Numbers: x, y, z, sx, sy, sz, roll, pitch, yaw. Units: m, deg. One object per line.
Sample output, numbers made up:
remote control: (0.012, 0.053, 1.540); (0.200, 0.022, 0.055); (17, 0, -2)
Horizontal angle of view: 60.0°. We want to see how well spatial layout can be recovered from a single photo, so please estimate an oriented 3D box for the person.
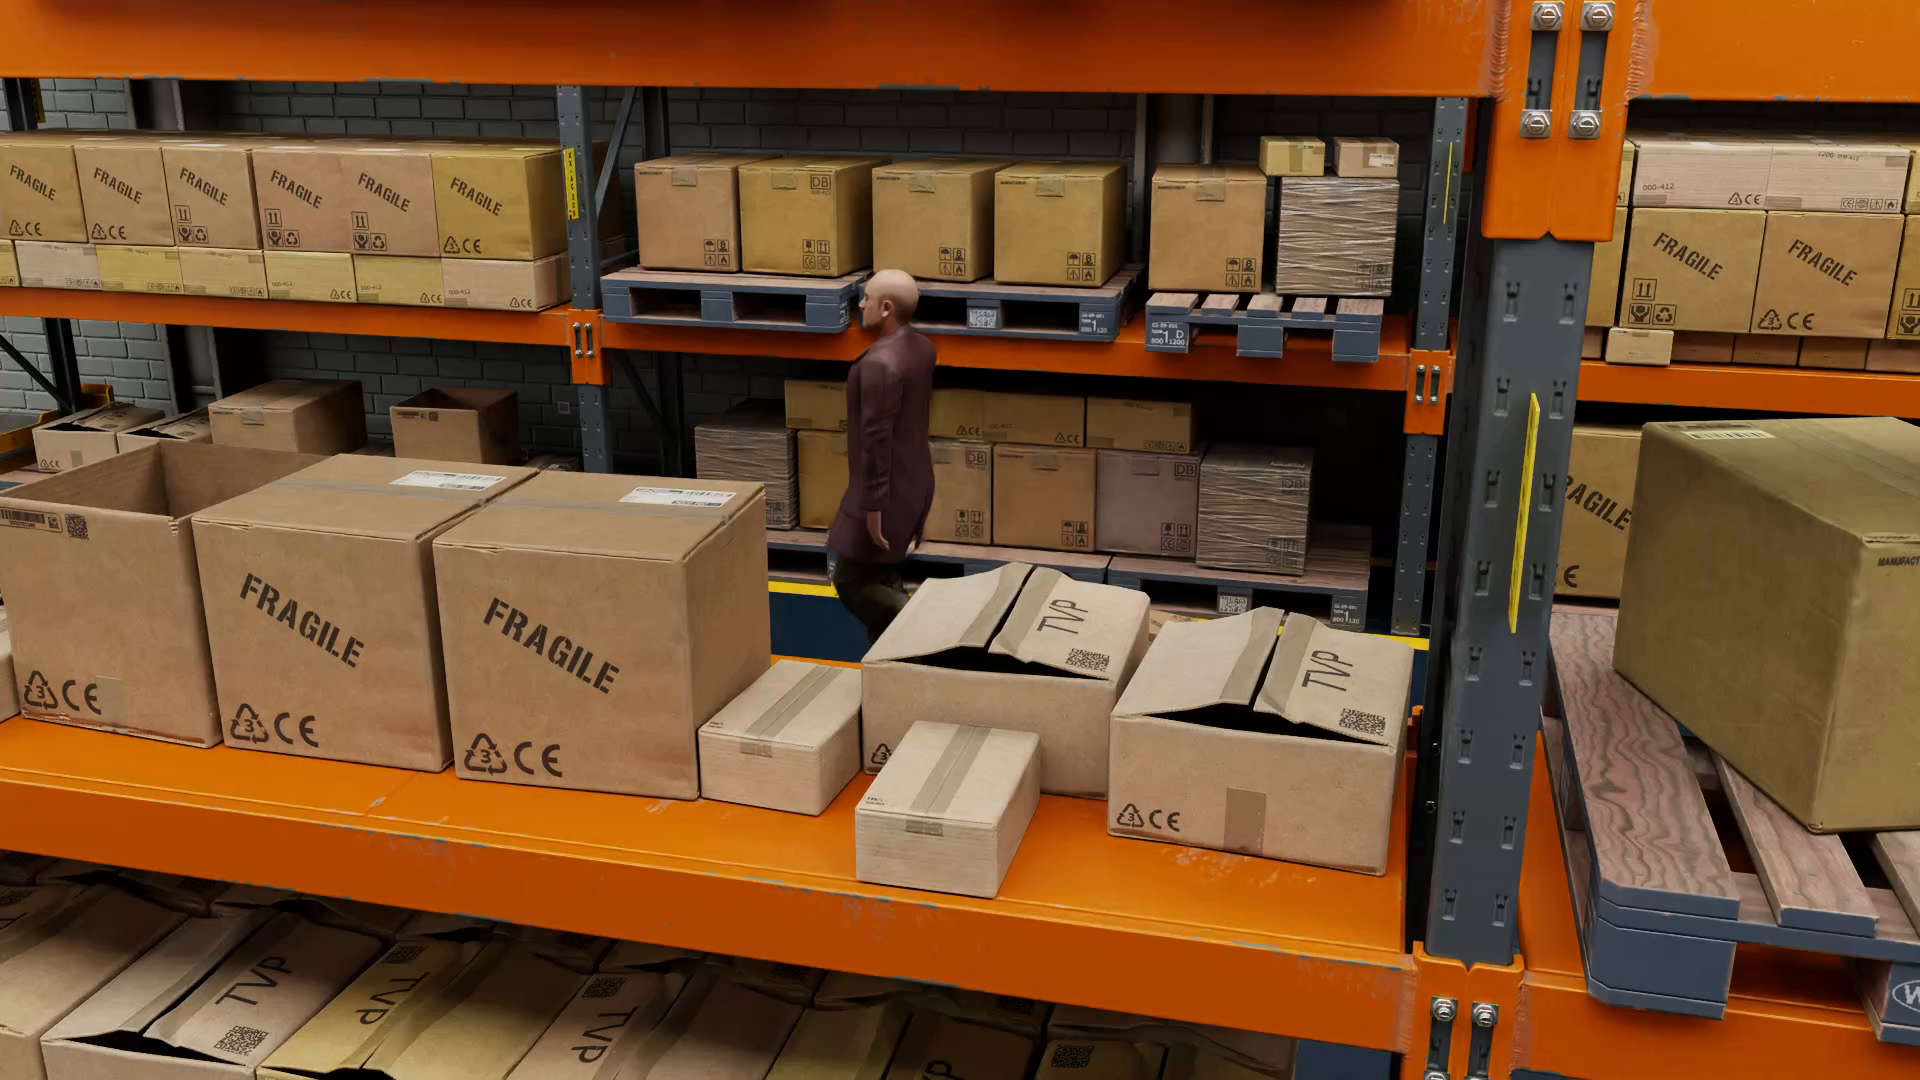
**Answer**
person: (-0.234, -0.182, 6.568); (0.677, 1.764, 0.586); (6, 19, 17)
